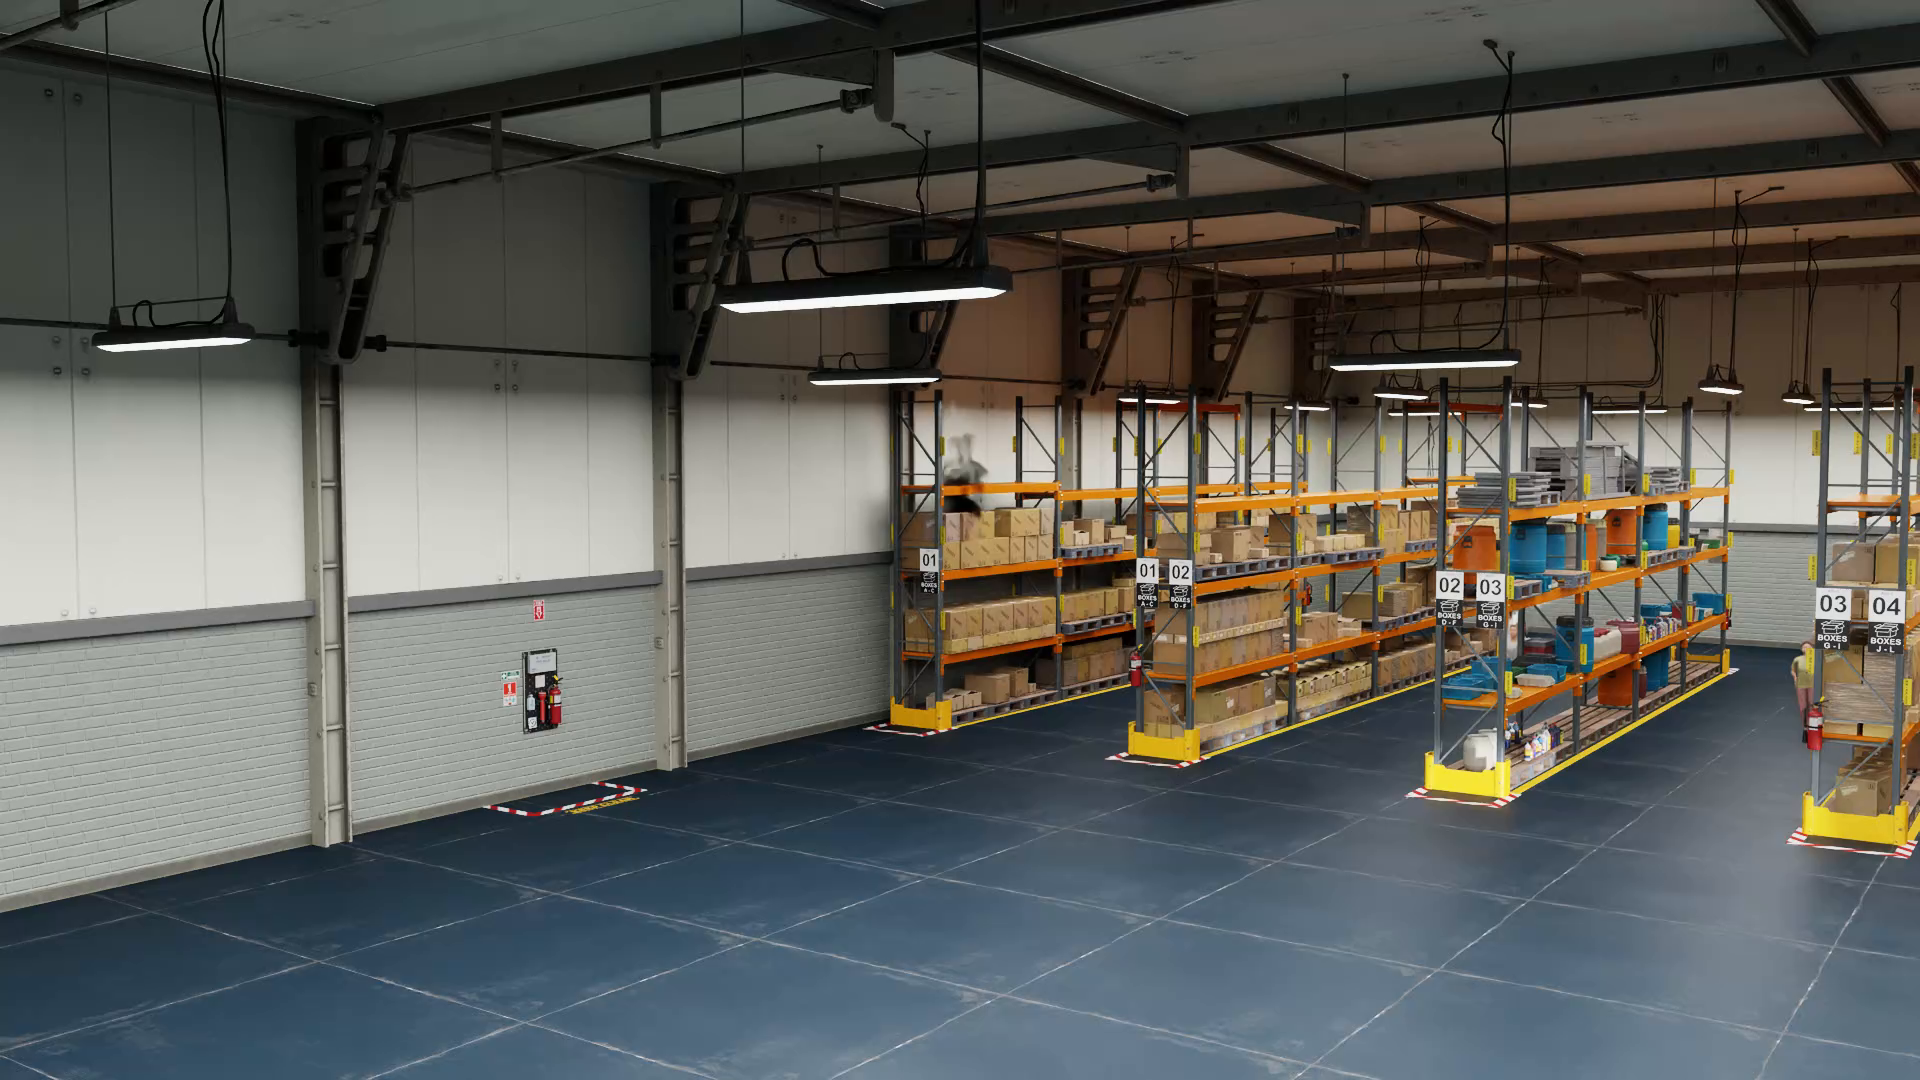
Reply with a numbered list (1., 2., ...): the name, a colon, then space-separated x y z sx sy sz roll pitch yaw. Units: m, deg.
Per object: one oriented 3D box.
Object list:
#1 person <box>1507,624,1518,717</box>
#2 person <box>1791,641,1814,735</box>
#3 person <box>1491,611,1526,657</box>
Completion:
1. person: 10.377 2.415 31.157 0.579 1.677 0.952 2 4 35
2. person: 14.627 2.564 28.711 0.556 1.626 0.520 2 4 35
3. person: 11.418 2.183 34.657 0.681 1.772 0.849 2 4 27
